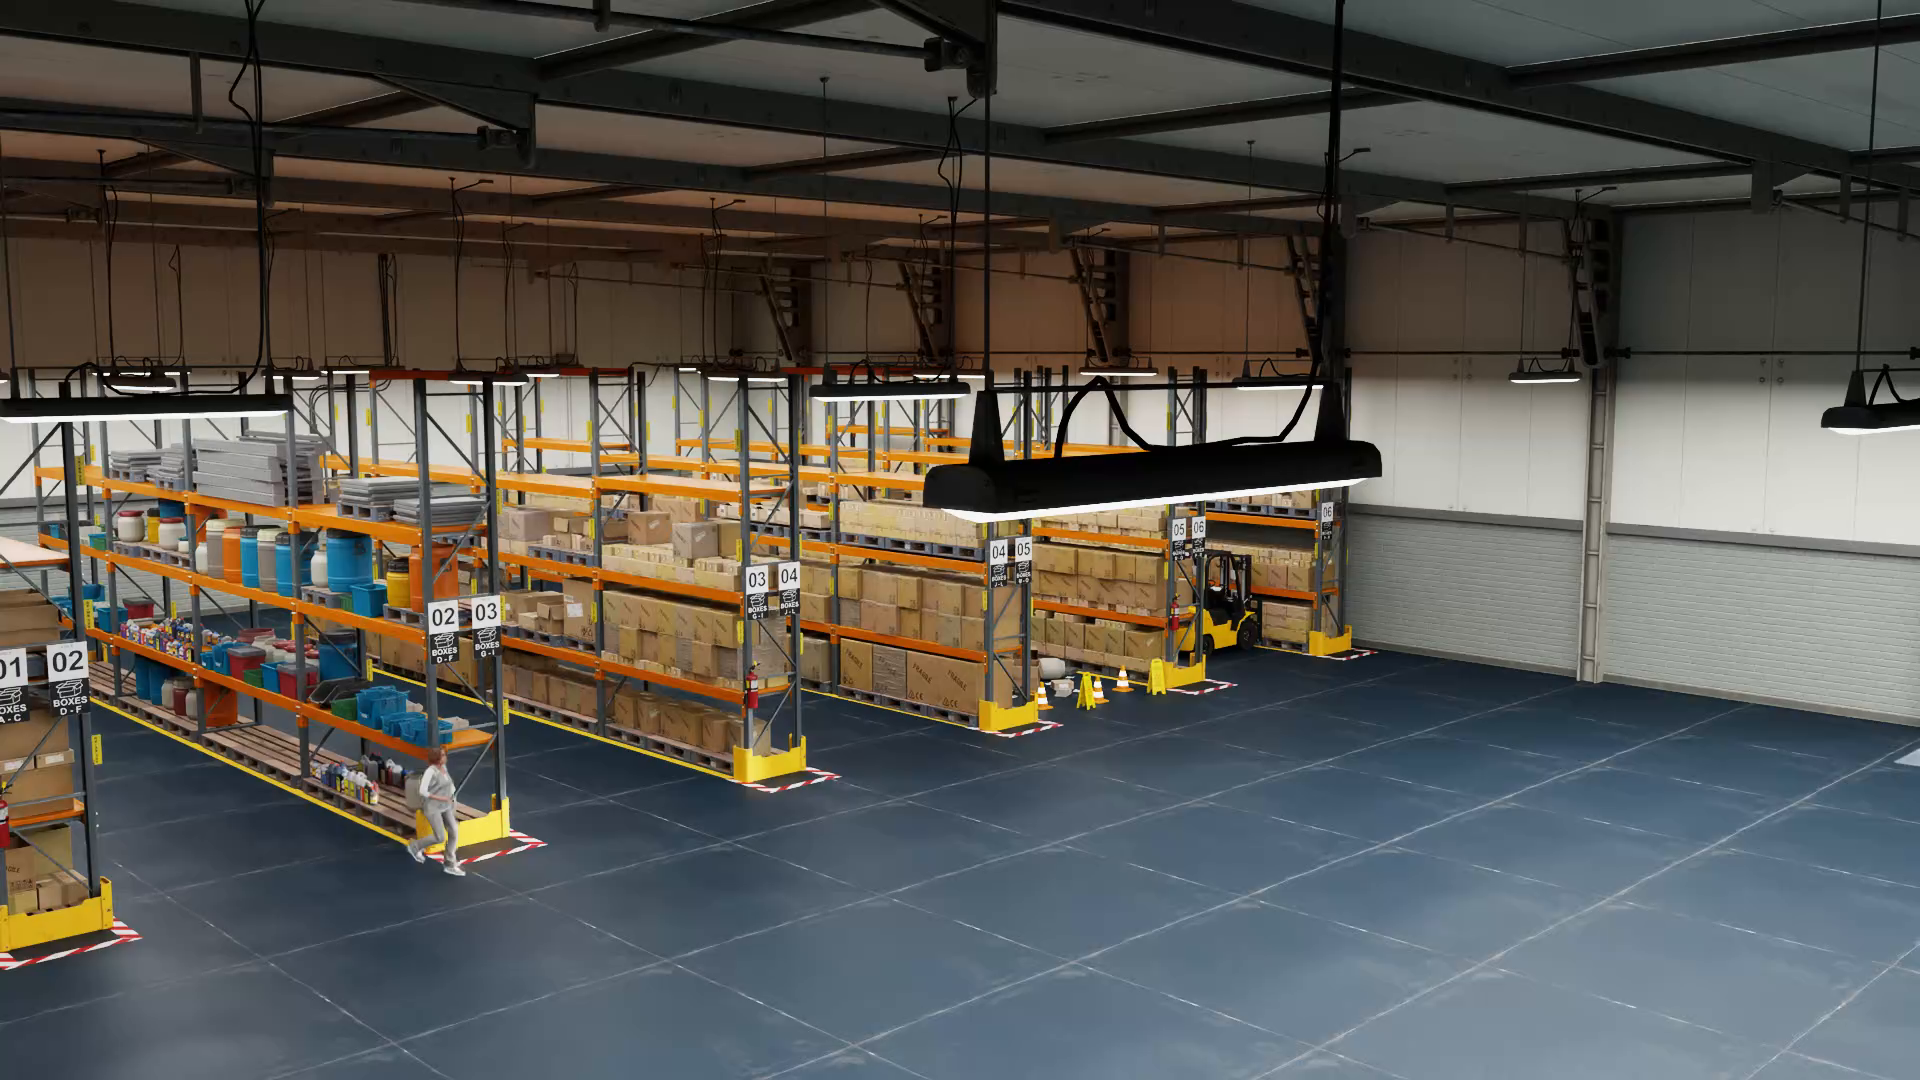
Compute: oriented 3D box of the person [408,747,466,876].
[{"bbox_3d":[-6.376,3.288,20.185,0.737,1.595,0.578,2,7,15],"label":"person"}]
